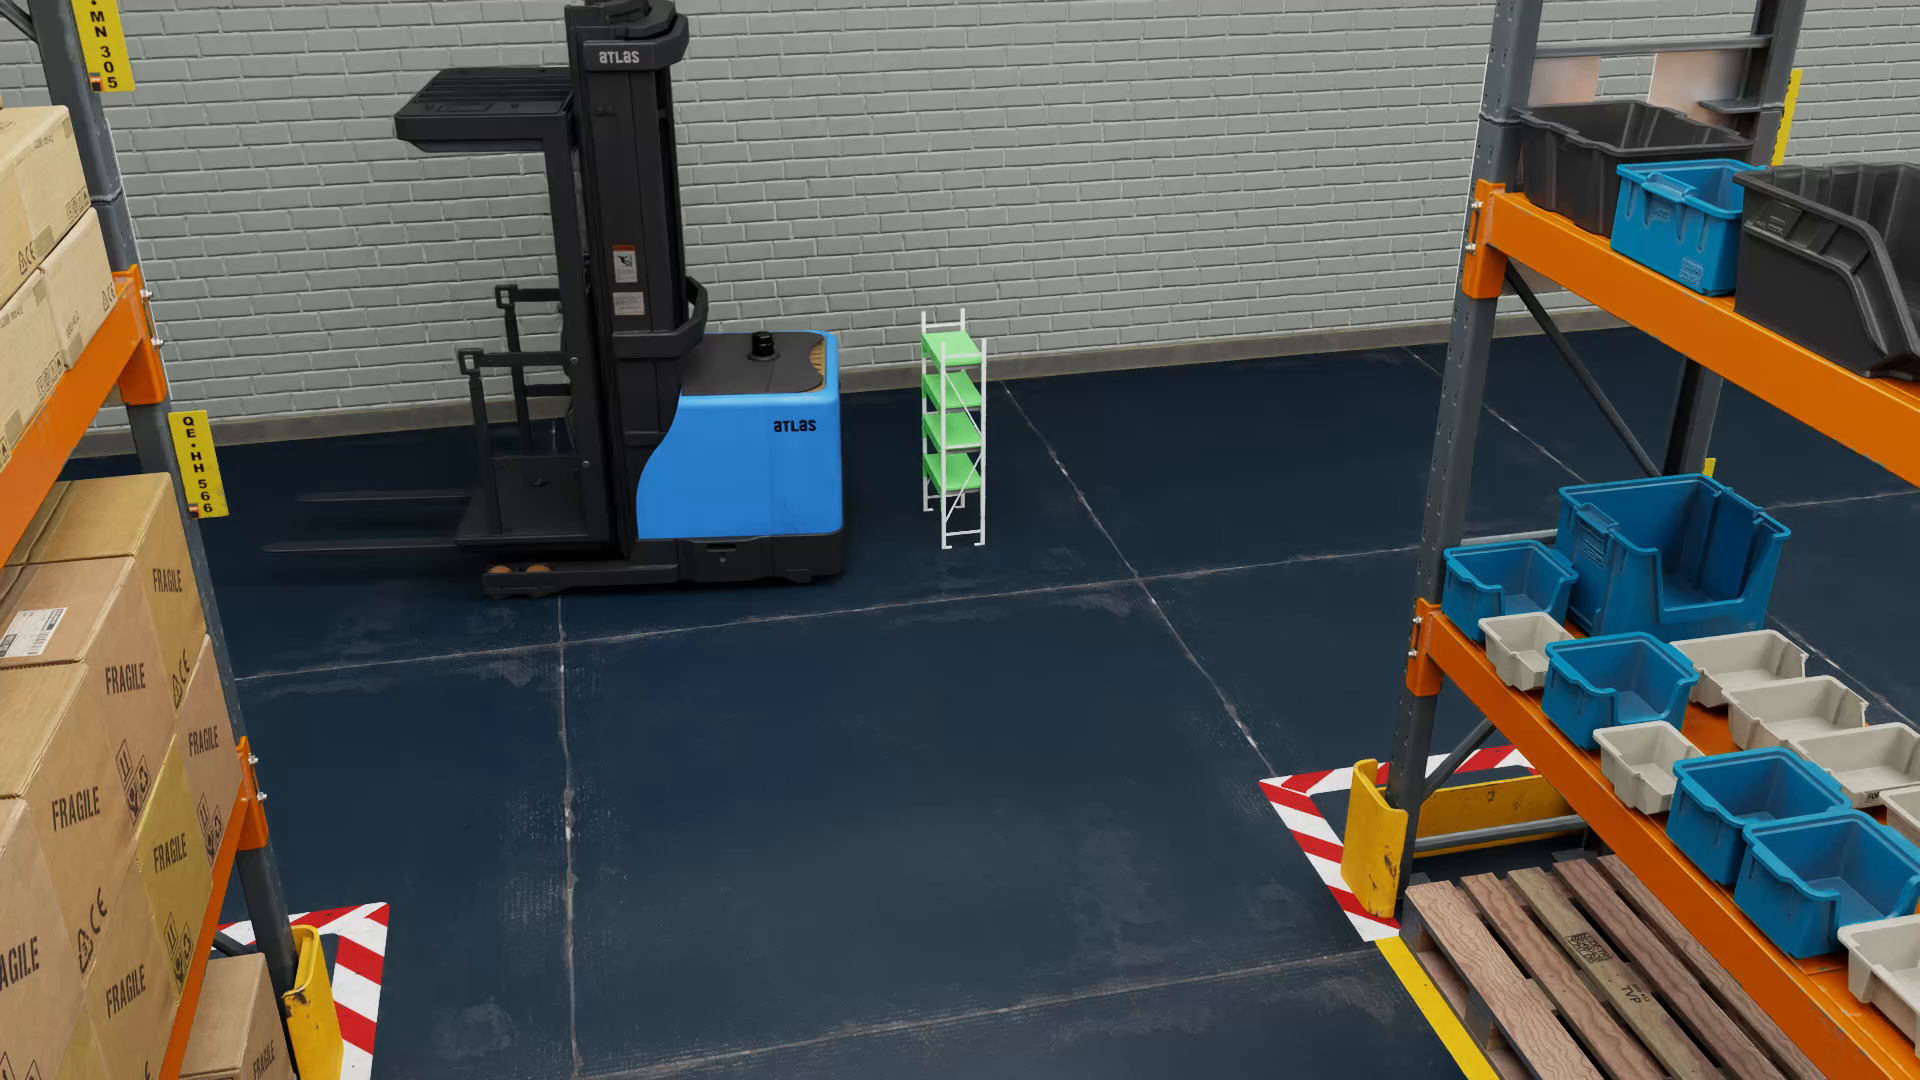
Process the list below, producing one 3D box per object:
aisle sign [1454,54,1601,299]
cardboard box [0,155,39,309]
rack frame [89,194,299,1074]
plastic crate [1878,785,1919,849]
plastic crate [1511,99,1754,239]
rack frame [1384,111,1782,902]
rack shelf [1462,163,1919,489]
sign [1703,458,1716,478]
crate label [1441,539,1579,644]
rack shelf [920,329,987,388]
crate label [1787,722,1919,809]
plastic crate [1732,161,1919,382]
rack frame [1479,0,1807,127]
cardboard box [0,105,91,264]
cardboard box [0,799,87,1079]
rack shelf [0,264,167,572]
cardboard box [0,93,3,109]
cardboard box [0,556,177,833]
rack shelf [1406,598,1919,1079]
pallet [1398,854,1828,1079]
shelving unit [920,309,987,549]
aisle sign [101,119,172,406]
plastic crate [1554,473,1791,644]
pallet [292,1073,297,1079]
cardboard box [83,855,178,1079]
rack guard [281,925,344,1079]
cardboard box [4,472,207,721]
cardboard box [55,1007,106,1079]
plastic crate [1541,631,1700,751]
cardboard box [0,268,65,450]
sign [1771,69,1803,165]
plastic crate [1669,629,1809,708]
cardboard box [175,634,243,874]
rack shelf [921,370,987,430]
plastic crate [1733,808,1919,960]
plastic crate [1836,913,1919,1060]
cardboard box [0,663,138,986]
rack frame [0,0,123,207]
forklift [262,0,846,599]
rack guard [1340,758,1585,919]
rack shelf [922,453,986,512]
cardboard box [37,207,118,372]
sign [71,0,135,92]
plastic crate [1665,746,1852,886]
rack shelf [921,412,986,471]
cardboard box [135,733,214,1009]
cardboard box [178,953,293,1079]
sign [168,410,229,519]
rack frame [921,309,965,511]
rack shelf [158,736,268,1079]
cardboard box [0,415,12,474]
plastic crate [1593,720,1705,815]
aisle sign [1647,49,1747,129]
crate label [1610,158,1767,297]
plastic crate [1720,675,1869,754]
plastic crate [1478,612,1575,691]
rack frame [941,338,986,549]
[{"bbox_3d":[1.822,-1.169,5.352,0.394,0.787,0.004,-6,27,-12],"label":"aisle sign"},{"bbox_3d":[-2.222,-0.582,3.357,0.500,0.250,0.500,-6,27,-12],"label":"cardboard box"},{"bbox_3d":[-2.699,0.494,4.942,1.000,3.000,0.127,-6,27,-12],"label":"rack frame"},{"bbox_3d":[2.710,0.800,4.562,0.298,0.136,0.250,-6,27,-12],"label":"plastic crate"},{"bbox_3d":[1.943,-1.091,4.898,0.497,0.269,0.590,-6,27,-12],"label":"plastic crate"},{"bbox_3d":[2.128,-0.007,5.935,1.000,3.000,0.127,-6,27,-12],"label":"rack frame"},{"bbox_3d":[2.578,-0.147,3.682,1.077,0.370,4.000,-6,27,-12],"label":"rack shelf"},{"bbox_3d":[2.660,-0.143,6.023,0.100,0.325,0.005,-6,27,-12],"label":"sign"},{"bbox_3d":[1.863,0.183,5.678,0.416,0.233,0.303,-6,27,-12],"label":"crate label"},{"bbox_3d":[-0.037,-0.980,8.936,0.258,0.148,0.480,-6,27,-12],"label":"rack shelf"},{"bbox_3d":[2.626,0.672,4.816,0.396,0.136,0.243,-6,27,-12],"label":"crate label"},{"bbox_3d":[2.204,-0.620,3.889,0.504,0.338,0.767,-6,27,-12],"label":"plastic crate"},{"bbox_3d":[2.128,-2.685,4.583,1.000,3.000,0.127,-6,27,-12],"label":"rack frame"},{"bbox_3d":[-2.335,-0.801,3.792,0.500,0.250,0.500,-6,27,-12],"label":"cardboard box"},{"bbox_3d":[-1.979,0.845,3.026,0.500,0.500,0.500,-5,27,-10],"label":"cardboard box"},{"bbox_3d":[-2.248,0.354,2.689,1.077,0.370,4.000,-6,27,-12],"label":"rack shelf"},{"bbox_3d":[-2.567,-1.112,3.575,0.700,0.500,0.500,-6,27,-12],"label":"cardboard box"},{"bbox_3d":[-2.216,0.392,3.923,0.500,0.500,0.500,-5,27,-10],"label":"cardboard box"},{"bbox_3d":[2.578,1.192,4.358,1.077,0.370,4.000,-6,27,-12],"label":"rack shelf"},{"bbox_3d":[2.276,1.604,5.838,1.003,0.211,1.213,-6,27,-12],"label":"pallet"},{"bbox_3d":[-0.037,-0.608,9.124,0.258,1.200,0.503,-6,27,-12],"label":"shelving unit"},{"bbox_3d":[-2.416,-0.727,4.477,0.394,0.787,0.004,-6,27,-12],"label":"aisle sign"},{"bbox_3d":[2.385,0.078,5.660,0.616,0.435,0.499,-6,27,-12],"label":"plastic crate"},{"bbox_3d":[-2.501,2.122,4.811,1.003,0.211,1.213,-6,27,-12],"label":"pallet"},{"bbox_3d":[-2.106,1.066,3.699,0.500,0.500,0.500,-6,27,-11],"label":"cardboard box"},{"bbox_3d":[-2.682,1.643,5.439,1.175,0.500,0.348,-6,27,-12],"label":"rack guard"},{"bbox_3d":[-2.331,0.171,4.362,0.500,0.500,0.500,-6,27,-12],"label":"cardboard box"},{"bbox_3d":[-1.992,1.287,3.261,0.500,0.500,0.500,-6,27,-12],"label":"cardboard box"},{"bbox_3d":[2.011,0.472,5.106,0.416,0.233,0.300,-6,27,-12],"label":"plastic crate"},{"bbox_3d":[-2.224,-0.359,3.469,0.500,0.250,0.500,-6,27,-12],"label":"cardboard box"},{"bbox_3d":[2.660,-1.363,5.408,0.100,0.325,0.005,-6,27,-12],"label":"sign"},{"bbox_3d":[2.488,0.423,5.308,0.396,0.136,0.243,-6,27,-12],"label":"plastic crate"},{"bbox_3d":[-2.333,0.619,4.585,0.500,0.500,0.500,-5,27,-10],"label":"cardboard box"},{"bbox_3d":[-0.037,-0.766,9.044,0.258,0.148,0.480,-6,27,-12],"label":"rack shelf"},{"bbox_3d":[2.227,0.892,4.272,0.416,0.233,0.300,-6,27,-12],"label":"plastic crate"},{"bbox_3d":[2.344,1.106,3.956,0.293,0.136,0.466,-6,27,-12],"label":"plastic crate"},{"bbox_3d":[-2.095,0.619,3.473,0.500,0.500,0.500,-5,27,-10],"label":"cardboard box"},{"bbox_3d":[-2.699,-2.184,3.590,1.000,3.000,0.127,-6,27,-12],"label":"rack frame"},{"bbox_3d":[-2.143,-1.251,8.476,3.031,2.935,1.130,-2,27,-4],"label":"forklift"},{"bbox_3d":[2.110,1.100,6.517,1.175,0.500,0.348,-6,27,-12],"label":"rack guard"},{"bbox_3d":[-0.037,-0.337,9.261,0.258,0.148,0.480,-6,27,-12],"label":"rack shelf"},{"bbox_3d":[-2.326,-0.579,3.906,0.500,0.250,0.500,-6,27,-12],"label":"cardboard box"},{"bbox_3d":[-2.154,-1.288,4.161,0.100,0.325,0.005,-6,27,-12],"label":"sign"},{"bbox_3d":[2.159,0.761,4.533,0.416,0.233,0.300,-6,27,-12],"label":"plastic crate"},{"bbox_3d":[-0.037,-0.551,9.152,0.258,0.148,0.480,-6,27,-12],"label":"rack shelf"},{"bbox_3d":[-2.213,0.846,4.134,0.500,0.500,0.500,-6,27,-11],"label":"cardboard box"},{"bbox_3d":[-2.337,1.627,4.983,0.500,0.500,0.500,-6,27,-12],"label":"cardboard box"},{"bbox_3d":[-2.154,-0.211,4.704,0.100,0.325,0.005,-6,27,-12],"label":"sign"},{"bbox_3d":[-0.092,-0.715,9.336,0.240,1.200,0.015,-6,27,-12],"label":"rack frame"},{"bbox_3d":[-2.248,1.693,3.365,1.077,0.370,4.000,-6,27,-12],"label":"rack shelf"},{"bbox_3d":[-2.099,-0.140,3.037,0.500,0.250,0.500,-6,27,-12],"label":"cardboard box"},{"bbox_3d":[2.007,0.673,4.815,0.250,0.136,0.298,-6,27,-12],"label":"plastic crate"},{"bbox_3d":[2.397,-1.229,5.471,0.394,0.787,0.004,-6,27,-12],"label":"aisle sign"},{"bbox_3d":[2.021,-0.842,4.425,0.408,0.251,0.502,-6,27,-12],"label":"crate label"},{"bbox_3d":[2.539,0.552,5.053,0.396,0.136,0.243,-6,27,-12],"label":"plastic crate"},{"bbox_3d":[1.854,0.375,5.405,0.250,0.136,0.298,-6,27,-12],"label":"plastic crate"},{"bbox_3d":[0.018,-0.501,8.911,0.240,1.200,0.015,-6,27,-12],"label":"rack frame"}]
